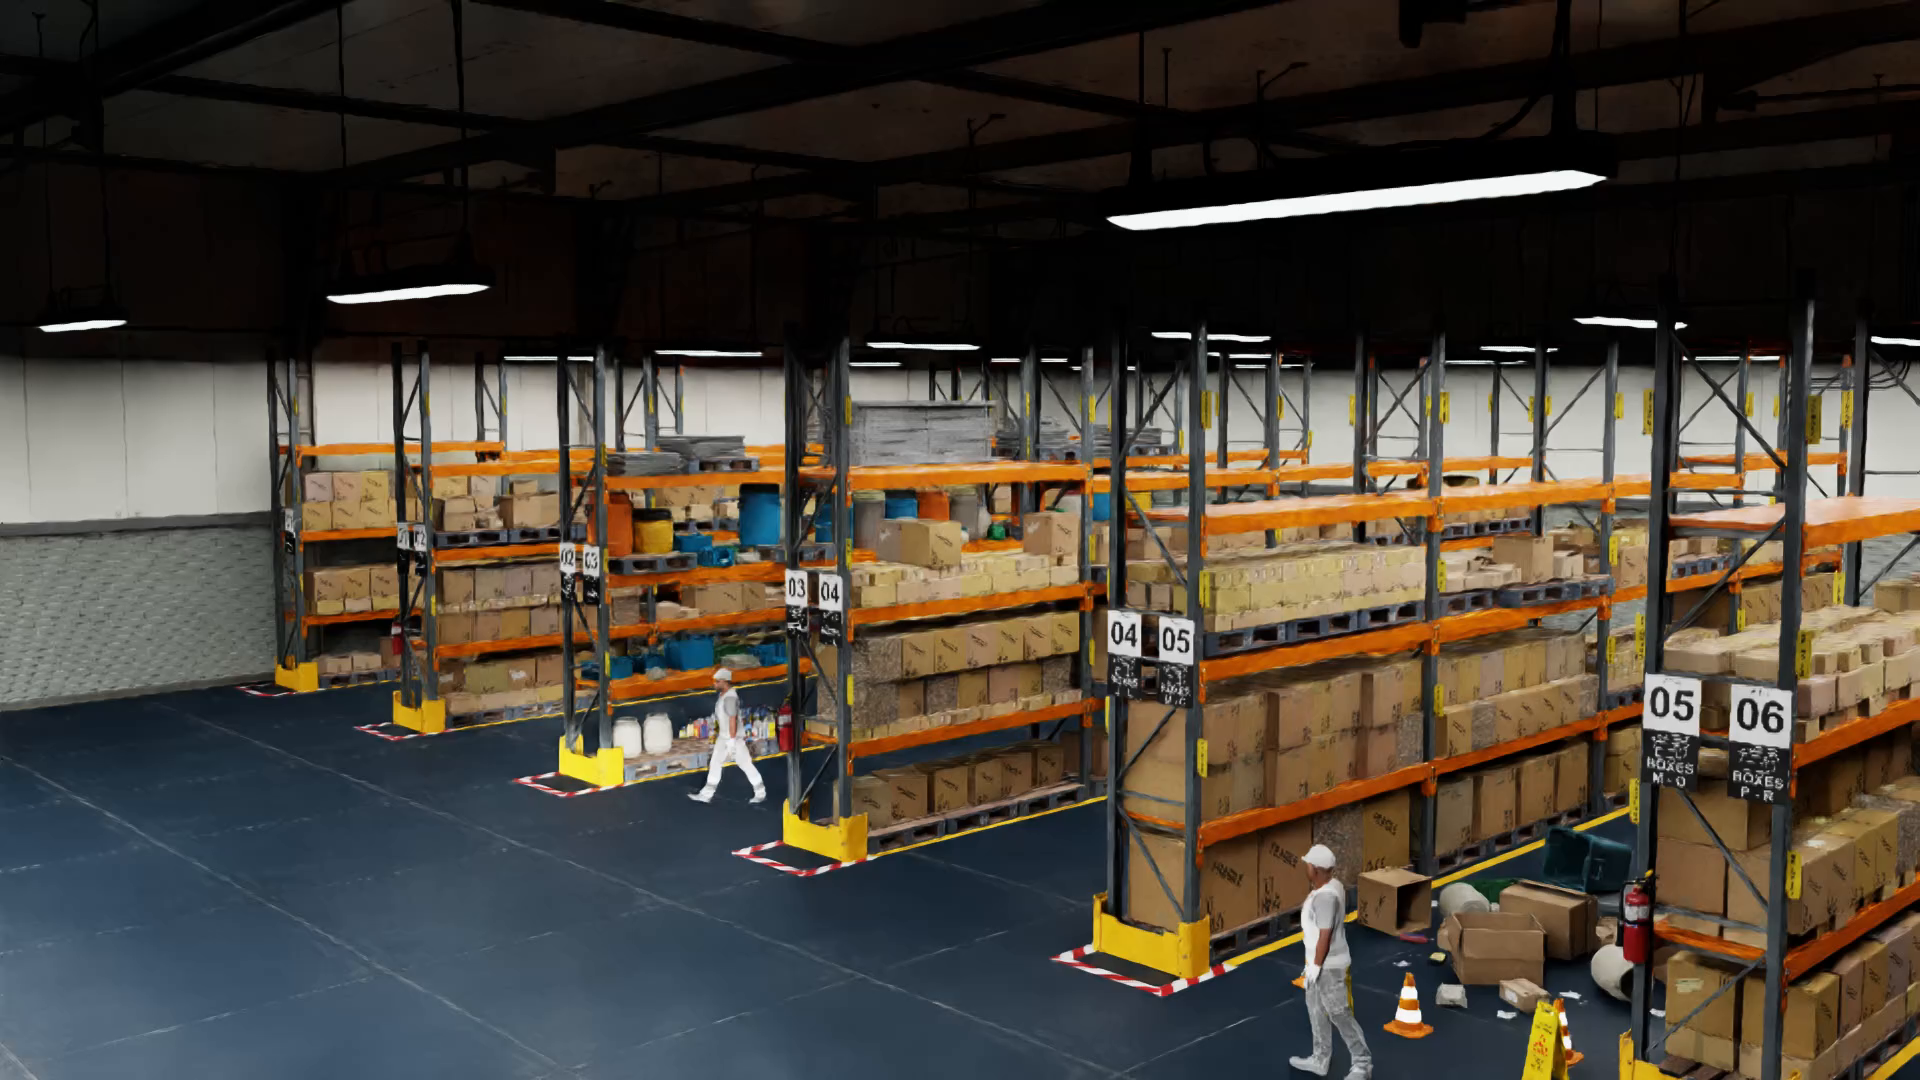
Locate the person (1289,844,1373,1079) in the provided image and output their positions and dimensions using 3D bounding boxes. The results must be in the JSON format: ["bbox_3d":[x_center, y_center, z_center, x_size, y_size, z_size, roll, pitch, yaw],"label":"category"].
[{"bbox_3d":[2.820,3.200,12.593,0.618,1.783,0.584,1,5,12],"label":"person"}]

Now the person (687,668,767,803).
[{"bbox_3d":[-2.942,2.479,21.010,0.959,1.744,0.591,-2,5,-21],"label":"person"}]
